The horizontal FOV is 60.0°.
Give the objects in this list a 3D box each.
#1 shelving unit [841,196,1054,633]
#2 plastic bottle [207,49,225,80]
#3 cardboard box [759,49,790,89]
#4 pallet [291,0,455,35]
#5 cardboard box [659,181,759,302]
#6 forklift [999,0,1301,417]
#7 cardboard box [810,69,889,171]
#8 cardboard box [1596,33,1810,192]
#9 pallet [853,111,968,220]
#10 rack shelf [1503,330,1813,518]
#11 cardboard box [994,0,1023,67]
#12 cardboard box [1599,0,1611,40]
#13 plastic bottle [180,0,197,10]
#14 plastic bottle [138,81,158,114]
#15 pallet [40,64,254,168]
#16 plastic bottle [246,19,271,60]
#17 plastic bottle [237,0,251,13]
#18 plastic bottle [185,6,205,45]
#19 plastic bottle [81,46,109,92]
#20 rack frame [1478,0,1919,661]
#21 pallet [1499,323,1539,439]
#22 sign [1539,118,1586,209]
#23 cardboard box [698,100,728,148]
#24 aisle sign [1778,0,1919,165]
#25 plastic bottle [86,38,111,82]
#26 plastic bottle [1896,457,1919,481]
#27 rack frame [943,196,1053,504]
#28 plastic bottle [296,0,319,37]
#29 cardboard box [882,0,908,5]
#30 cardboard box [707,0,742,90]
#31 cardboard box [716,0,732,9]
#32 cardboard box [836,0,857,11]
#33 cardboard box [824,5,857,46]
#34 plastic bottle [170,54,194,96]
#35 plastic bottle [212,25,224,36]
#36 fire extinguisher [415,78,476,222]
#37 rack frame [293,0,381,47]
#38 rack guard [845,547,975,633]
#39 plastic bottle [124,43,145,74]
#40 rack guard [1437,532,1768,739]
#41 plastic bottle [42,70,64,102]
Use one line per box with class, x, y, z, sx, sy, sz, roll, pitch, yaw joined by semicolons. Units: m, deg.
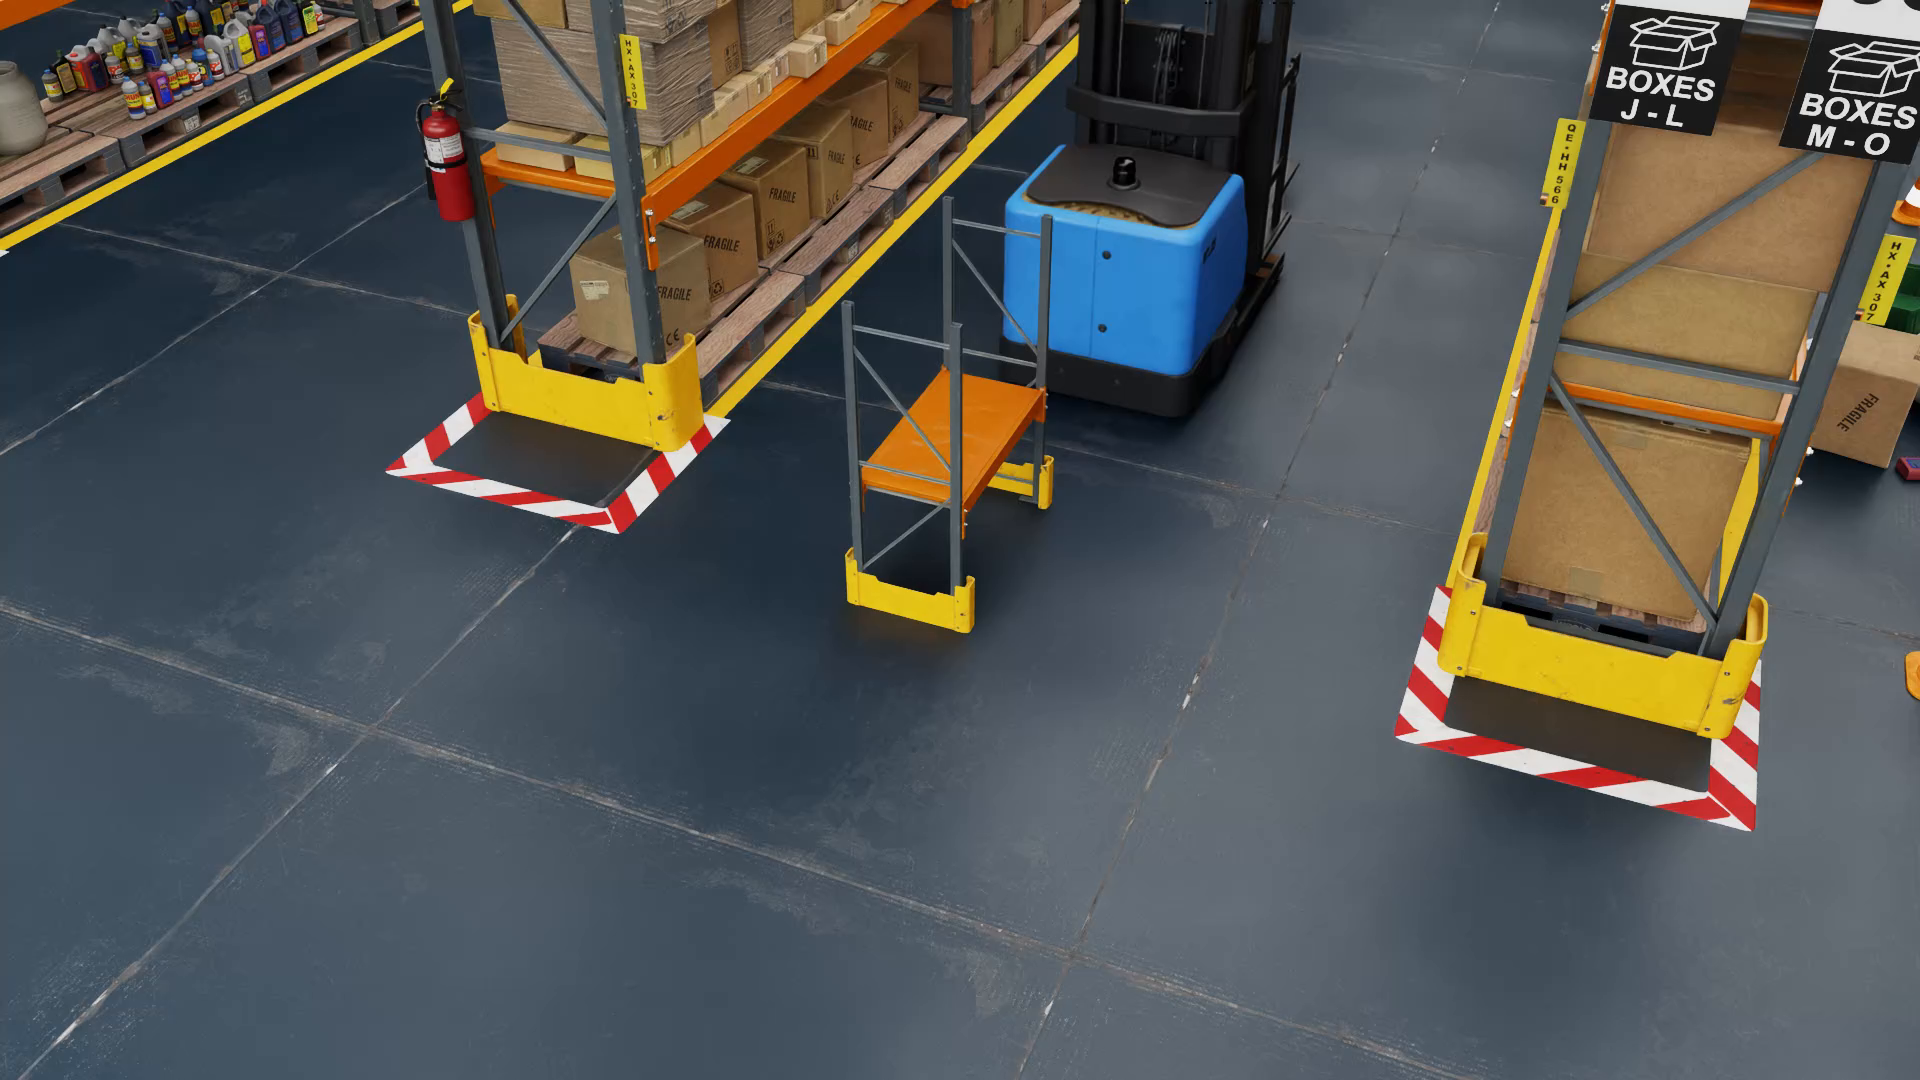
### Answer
shelving unit;-0.029;-0.559;7.245;0.587;1.500;1.083;14;39;18
plastic bottle;-5.248;-3.347;11.692;0.097;0.201;0.097;0;37;0
cardboard box;-1.132;-2.513;8.816;0.380;0.149;0.250;14;39;18
pallet;-4.726;-4.486;13.575;1.003;0.211;1.213;14;39;18
cardboard box;-1.481;-1.664;9.208;0.500;0.500;0.500;25;43;29
forklift;1.258;-2.677;8.884;1.130;2.935;3.031;15;39;19
cardboard box;-0.808;-2.667;10.550;0.500;0.500;0.500;27;45;32
cardboard box;2.919;-1.645;6.419;0.875;0.550;0.550;14;39;18
pallet;-0.631;-2.534;10.964;1.003;0.211;1.213;14;39;18
rack shelf;3.379;-1.450;7.785;1.077;0.370;4.000;14;39;18
cardboard box;0.044;-3.801;12.050;0.700;0.500;0.500;14;39;17
cardboard box;4.664;-3.010;10.800;1.050;0.750;0.750;14;39;18
plastic bottle;-5.679;-3.922;12.337;0.144;0.351;0.185;15;39;19
plastic bottle;-5.493;-2.990;11.215;0.097;0.201;0.097;0;37;0
pallet;-5.745;-3.002;11.590;1.003;0.211;1.213;14;39;18
plastic bottle;-5.063;-3.619;11.988;0.061;0.283;0.133;16;40;21
plastic bottle;-5.515;-4.166;12.730;0.097;0.271;0.097;0;37;0
plastic bottle;-5.623;-3.783;12.217;0.097;0.271;0.097;0;37;0
plastic bottle;-5.997;-3.259;11.506;0.061;0.283;0.133;14;39;18
rack frame;2.618;-0.631;6.088;1.000;3.000;0.127;14;39;18
pallet;3.316;-0.647;8.440;1.003;0.211;1.213;14;39;18
sign;2.122;-1.321;5.846;0.100;0.325;0.005;14;39;18
cardboard box;-1.379;-2.088;8.248;0.380;0.149;0.250;14;39;18
aisle sign;2.869;-1.564;5.166;0.394;0.787;0.004;14;39;18
plastic bottle;-6.043;-3.357;11.643;0.152;0.276;0.135;13;39;16
plastic bottle;4.771;-0.347;8.163;0.283;0.061;0.133;1;37;2
rack frame;0.161;-0.835;7.614;0.500;1.500;0.032;14;39;18
plastic bottle;-4.866;-3.906;12.372;0.061;0.283;0.133;16;40;20
cardboard box;-0.465;-3.320;9.896;0.380;0.149;0.250;14;39;18
cardboard box;-1.616;-2.578;8.362;0.875;0.500;0.500;14;39;18
cardboard box;-1.272;-2.894;7.949;0.500;0.500;0.500;14;39;18
cardboard box;-0.956;-3.387;9.443;0.875;0.500;0.500;14;39;18
cardboard box;-0.802;-2.917;9.357;0.380;0.149;0.250;14;39;18
plastic bottle;-5.364;-3.206;11.445;0.097;0.271;0.097;0;37;0
plastic bottle;-5.267;-3.549;11.895;0.061;0.283;0.133;14;39;18
fire extinguisher;-2.400;-1.827;7.753;0.296;0.674;0.183;14;39;18
rack frame;-4.988;-5.159;12.147;1.000;3.000;0.127;14;39;18
rack guard;-0.219;0.218;7.250;0.587;0.250;0.087;14;39;18
plastic bottle;-5.855;-3.416;11.785;0.097;0.201;0.097;0;37;0
rack guard;2.609;0.384;6.819;1.175;0.500;0.348;14;39;18
plastic bottle;-6.217;-3.117;11.384;0.097;0.201;0.097;0;37;0
